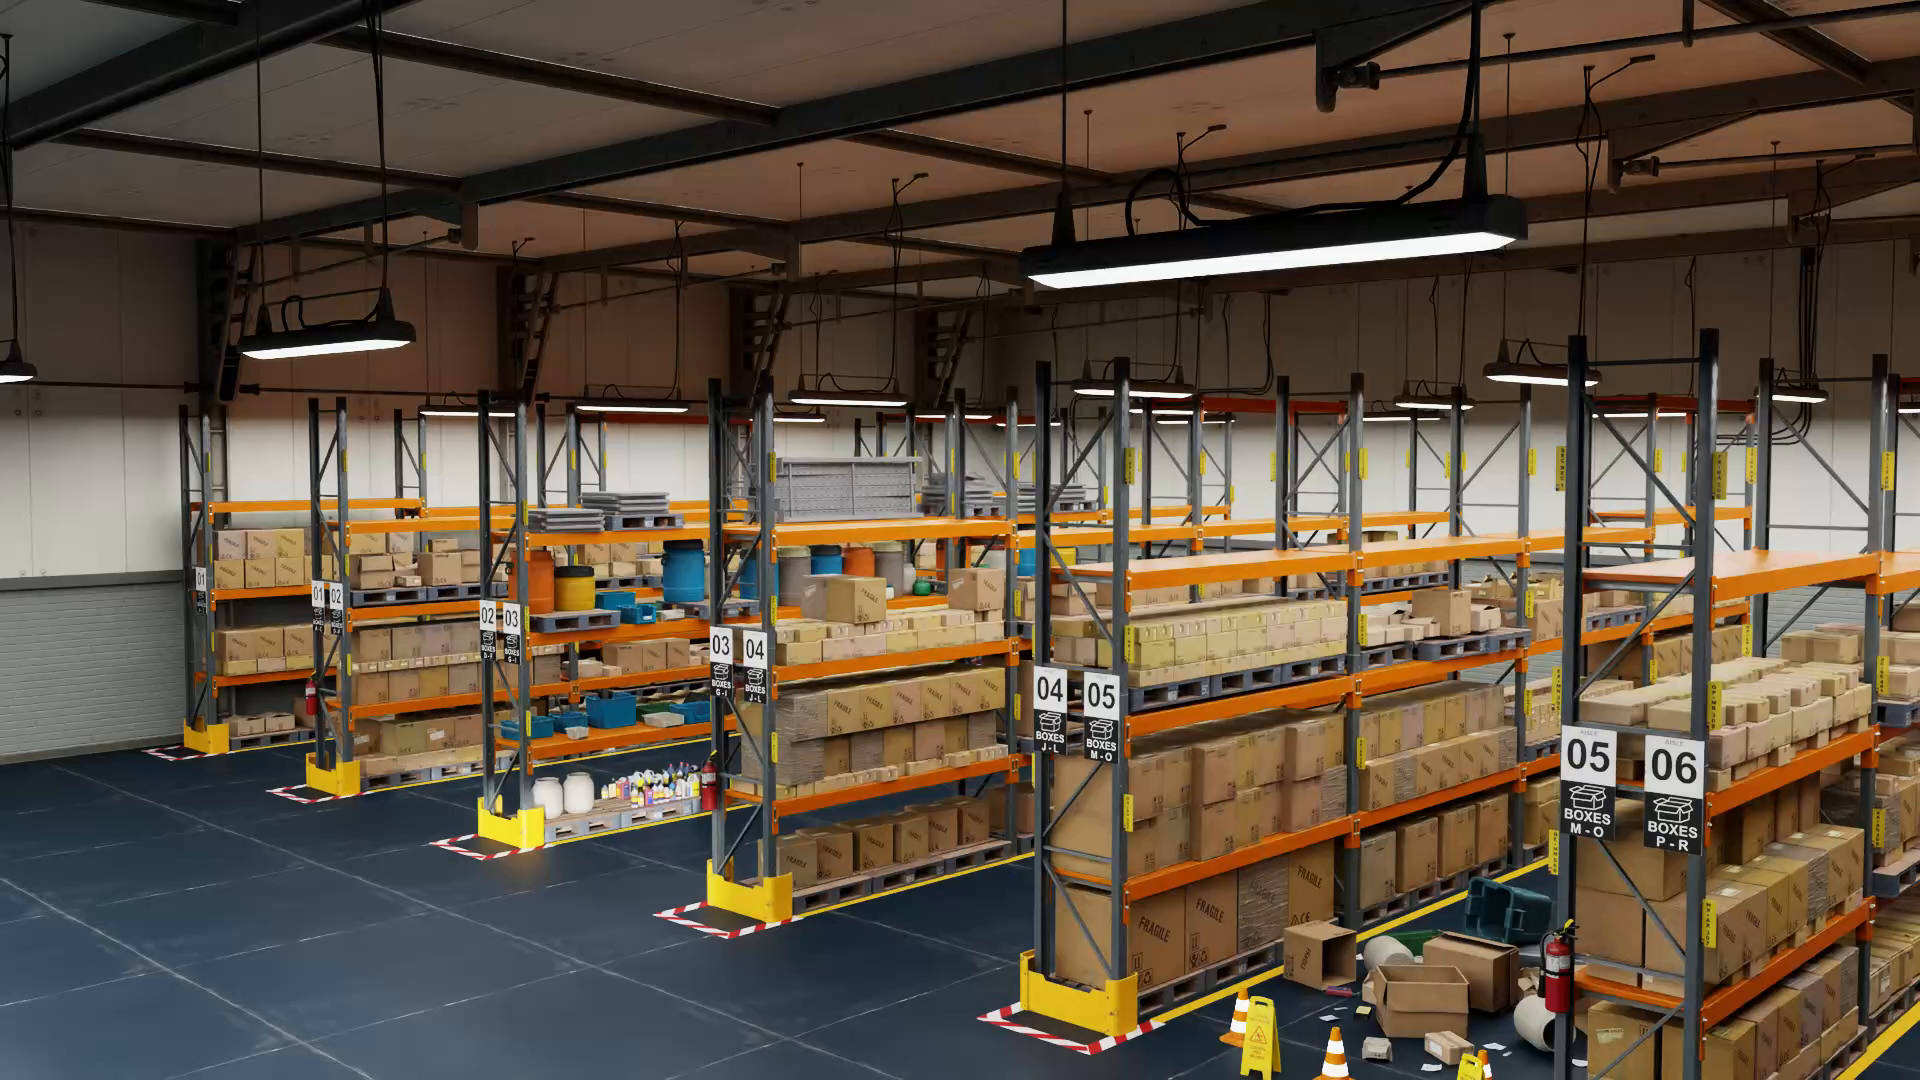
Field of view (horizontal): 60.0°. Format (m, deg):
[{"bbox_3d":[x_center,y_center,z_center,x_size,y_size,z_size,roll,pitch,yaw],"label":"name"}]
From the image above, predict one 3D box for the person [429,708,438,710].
[{"bbox_3d":[-9.411,2.716,29.417,0.670,1.776,0.566,-1,3,-13],"label":"person"}]
